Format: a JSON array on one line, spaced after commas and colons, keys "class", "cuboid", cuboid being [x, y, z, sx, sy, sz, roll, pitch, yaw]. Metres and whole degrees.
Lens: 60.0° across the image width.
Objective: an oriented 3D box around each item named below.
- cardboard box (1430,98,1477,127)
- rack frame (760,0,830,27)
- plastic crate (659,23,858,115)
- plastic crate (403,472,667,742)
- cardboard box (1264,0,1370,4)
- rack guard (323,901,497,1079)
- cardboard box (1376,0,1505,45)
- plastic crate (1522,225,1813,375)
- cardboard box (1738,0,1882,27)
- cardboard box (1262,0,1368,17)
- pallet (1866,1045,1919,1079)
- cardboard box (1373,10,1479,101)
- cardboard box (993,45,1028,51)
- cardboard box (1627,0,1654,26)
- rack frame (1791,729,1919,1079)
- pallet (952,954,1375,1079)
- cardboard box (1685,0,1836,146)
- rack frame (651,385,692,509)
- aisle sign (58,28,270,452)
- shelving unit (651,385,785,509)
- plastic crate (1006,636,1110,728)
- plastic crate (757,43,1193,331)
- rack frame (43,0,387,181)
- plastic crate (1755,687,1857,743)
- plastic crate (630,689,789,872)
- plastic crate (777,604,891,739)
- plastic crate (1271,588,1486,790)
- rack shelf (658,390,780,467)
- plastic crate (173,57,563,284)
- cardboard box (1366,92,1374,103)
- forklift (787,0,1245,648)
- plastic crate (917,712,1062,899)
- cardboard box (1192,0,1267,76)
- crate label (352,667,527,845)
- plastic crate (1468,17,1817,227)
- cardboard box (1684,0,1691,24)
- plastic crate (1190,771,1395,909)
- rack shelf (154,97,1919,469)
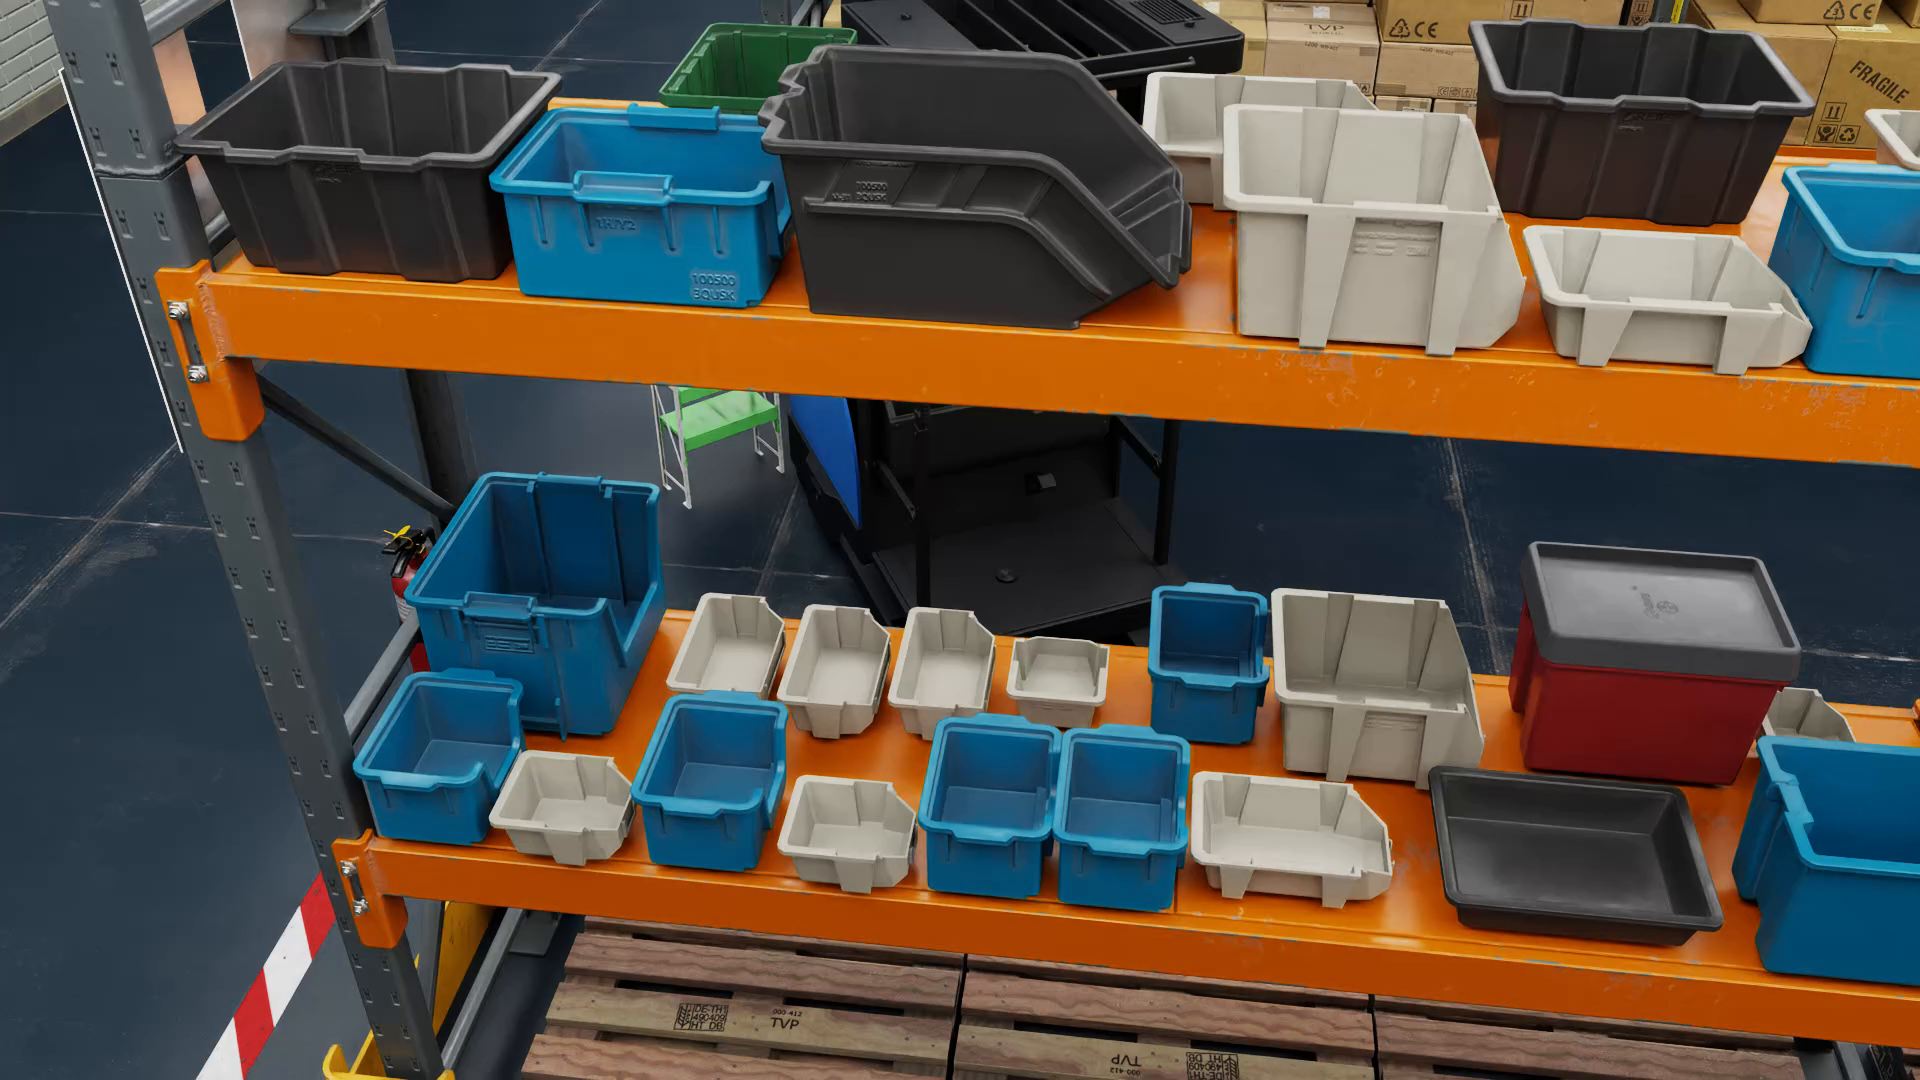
[{"class": "cardboard box", "cuboid": [2.309, -2.046, 7.751, 0.250, 0.149, 0.380, 4, 36, 5]}, {"class": "rack frame", "cuboid": [-0.805, -2.572, 8.272, 0.127, 3.000, 1.000, 4, 36, 6]}, {"class": "plastic crate", "cuboid": [-0.421, -0.945, 3.592, 0.336, 0.188, 0.450, 4, 36, 6]}, {"class": "plastic crate", "cuboid": [-1.080, 0.160, 4.362, 0.499, 0.435, 0.616, 4, 36, 6]}, {"class": "cardboard box", "cuboid": [1.716, -2.901, 7.960, 0.500, 0.500, 0.500, 3, 36, 4]}, {"class": "rack guard", "cuboid": [-1.461, 1.305, 4.992, 0.348, 0.500, 1.175, 4, 36, 6]}, {"class": "cardboard box", "cuboid": [2.176, -2.561, 7.484, 0.500, 0.500, 0.500, 5, 36, 6]}, {"class": "plastic crate", "cuboid": [1.222, -0.411, 2.889, 0.466, 0.136, 0.293, 4, 36, 6]}, {"class": "cardboard box", "cuboid": [3.797, -2.683, 7.477, 0.637, 0.503, 0.797, 3, 36, 5]}, {"class": "cardboard box", "cuboid": [1.723, -2.597, 8.179, 0.500, 0.250, 0.500, 5, 36, 7]}, {"class": "pallet", "cuboid": [3.292, 1.794, 4.555, 1.213, 0.211, 1.003, 4, 36, 6]}, {"class": "cardboard box", "cuboid": [2.178, -2.255, 7.700, 0.500, 0.250, 0.500, 5, 36, 7]}, {"class": "cardboard box", "cuboid": [0.153, -2.407, 7.913, 0.500, 0.250, 0.500, 4, 36, 5]}, {"class": "cardboard box", "cuboid": [5.119, -4.035, 12.111, 0.500, 0.500, 0.500, 6, 36, 8]}, {"class": "rack frame", "cuboid": [2.532, 0.578, 3.859, 0.127, 3.000, 1.000, 4, 36, 6]}, {"class": "pallet", "cuboid": [0.584, 1.592, 4.838, 1.213, 0.211, 1.003, 4, 36, 6]}, {"class": "cardboard box", "cuboid": [3.587, -2.139, 7.579, 0.500, 0.500, 0.500, 4, 36, 6]}, {"class": "rack frame", "cuboid": [-1.279, -0.685, 7.176, 0.015, 1.200, 0.240, -23, 42, -29]}, {"class": "aisle sign", "cuboid": [-1.545, -0.611, 3.286, 0.004, 0.787, 0.394, 4, 36, 6]}, {"class": "shelving unit", "cuboid": [-1.084, -0.769, 7.295, 0.503, 1.200, 0.258, -23, 42, -29]}, {"class": "plastic crate", "cuboid": [0.257, 0.368, 4.328, 0.250, 0.136, 0.298, 4, 36, 6]}, {"class": "plastic crate", "cuboid": [0.045, -0.643, 3.040, 0.767, 0.338, 0.504, 4, 36, 6]}, {"class": "rack frame", "cuboid": [-1.436, -2.160, 2.531, 0.127, 3.000, 1.000, 4, 36, 6]}, {"class": "plastic crate", "cuboid": [2.088, 0.544, 4.081, 0.243, 0.136, 0.396, 4, 36, 6]}, {"class": "plastic crate", "cuboid": [-0.580, 0.582, 3.945, 0.300, 0.233, 0.416, 4, 36, 6]}, {"class": "plastic crate", "cuboid": [-0.318, 0.350, 4.352, 0.243, 0.136, 0.396, 4, 36, 6]}, {"class": "plastic crate", "cuboid": [1.041, 0.382, 4.183, 0.530, 0.282, 0.437, 4, 36, 6]}, {"class": "rack shelf", "cuboid": [-1.084, -0.522, 7.472, 0.480, 0.148, 0.258, -23, 42, -29]}, {"class": "plastic crate", "cuboid": [-1.089, -0.697, 3.175, 0.590, 0.269, 0.497, 4, 36, 6]}, {"class": "cardboard box", "cuboid": [1.798, -2.084, 7.804, 0.250, 0.149, 0.380, 5, 36, 7]}, {"class": "forklift", "cuboid": [0.227, -0.855, 5.926, 1.130, 2.935, 3.031, -13, 37, -17]}, {"class": "plastic crate", "cuboid": [0.073, 0.631, 3.877, 0.300, 0.233, 0.416, 4, 36, 6]}, {"class": "cardboard box", "cuboid": [1.169, -2.332, 7.808, 0.500, 0.250, 0.500, 4, 36, 5]}, {"class": "crate label", "cuboid": [-1.233, 0.533, 4.013, 0.303, 0.233, 0.416, 4, 36, 6]}, {"class": "plastic crate", "cuboid": [1.335, -0.840, 3.375, 0.590, 0.269, 0.497, 4, 36, 6]}, {"class": "cardboard box", "cuboid": [3.661, -2.440, 8.000, 0.500, 0.500, 0.500, 4, 36, 6]}, {"class": "plastic crate", "cuboid": [0.766, 0.705, 3.856, 0.466, 0.136, 0.293, 4, 36, 6]}, {"class": "rack shelf", "cuboid": [0.548, -0.499, 3.404, 4.000, 0.370, 1.077, 4, 36, 6]}]
